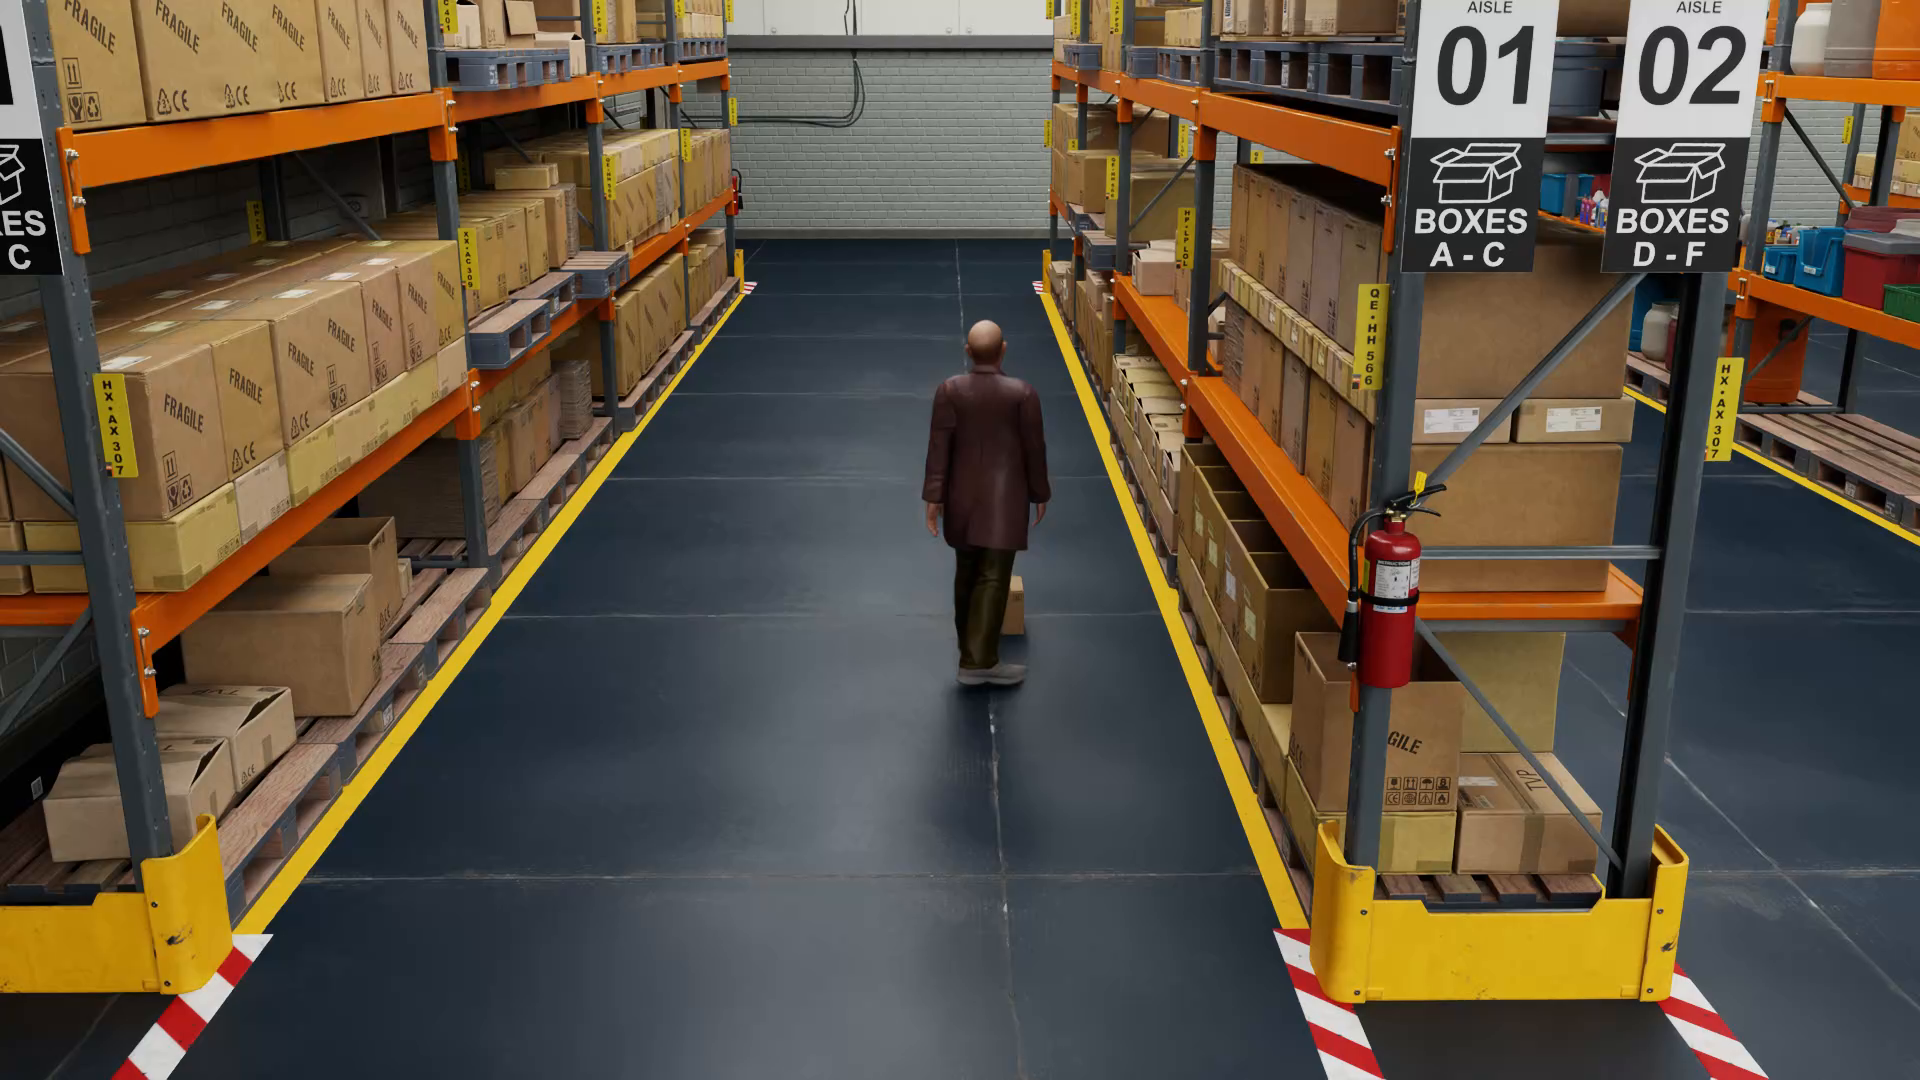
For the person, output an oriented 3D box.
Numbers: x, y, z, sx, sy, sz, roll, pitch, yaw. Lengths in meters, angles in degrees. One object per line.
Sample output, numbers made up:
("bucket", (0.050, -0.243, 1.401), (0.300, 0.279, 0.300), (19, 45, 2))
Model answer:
("person", (0.150, -0.203, 8.207), (0.586, 1.772, 0.732), (7, 18, 21))
